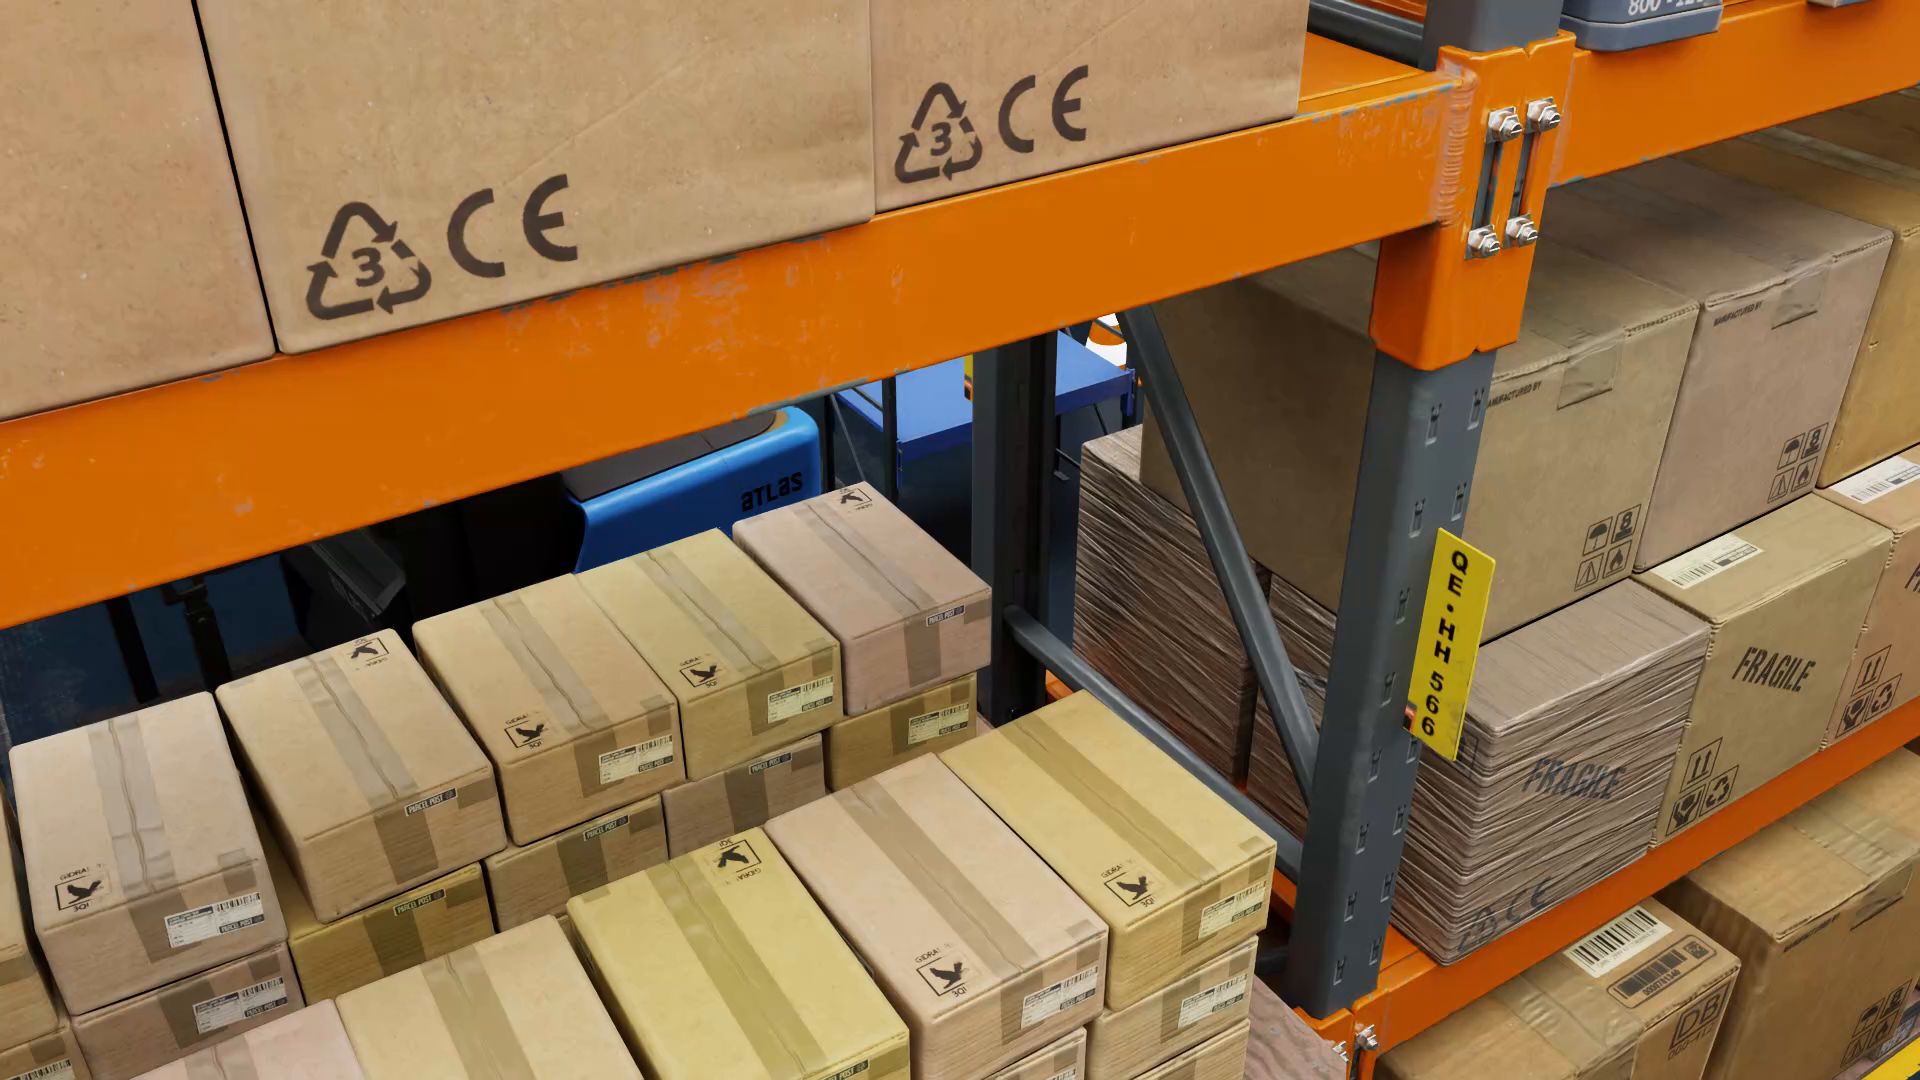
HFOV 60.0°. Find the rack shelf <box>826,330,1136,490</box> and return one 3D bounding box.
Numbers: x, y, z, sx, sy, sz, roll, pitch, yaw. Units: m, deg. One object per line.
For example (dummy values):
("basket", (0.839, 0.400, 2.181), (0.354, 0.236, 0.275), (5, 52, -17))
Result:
("rack shelf", (0.072, -0.507, 5.985), (1.000, 0.185, 0.538), (-19, 37, -27))

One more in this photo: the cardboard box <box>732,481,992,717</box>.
("cardboard box", (-0.157, 0.082, 2.592), (0.250, 0.149, 0.380), (-19, 37, -27))

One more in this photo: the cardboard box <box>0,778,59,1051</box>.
("cardboard box", (-1.257, 0.462, 1.991), (0.250, 0.149, 0.380), (-18, 36, -26))

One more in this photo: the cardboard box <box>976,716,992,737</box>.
("cardboard box", (-0.145, 0.325, 2.766), (0.250, 0.149, 0.380), (-20, 37, -28))

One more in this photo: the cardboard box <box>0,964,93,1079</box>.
("cardboard box", (-1.256, 0.583, 2.078), (0.250, 0.149, 0.380), (-19, 37, -28))

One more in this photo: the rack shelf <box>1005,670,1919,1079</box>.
("rack shelf", (2.021, 0.083, 3.981), (4.000, 0.370, 1.077), (-19, 37, -27))

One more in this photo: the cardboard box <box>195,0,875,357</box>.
("cardboard box", (-0.415, -0.524, 1.364), (0.500, 0.500, 0.500), (-19, 37, -27))

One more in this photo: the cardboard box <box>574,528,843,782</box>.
("cardboard box", (-0.377, 0.160, 2.469), (0.250, 0.149, 0.380), (-20, 37, -29))

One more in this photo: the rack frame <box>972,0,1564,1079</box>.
("rack frame", (0.342, 0.359, 2.870), (0.053, 2.616, 0.949), (-19, 37, -27))

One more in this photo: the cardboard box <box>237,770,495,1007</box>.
("cardboard box", (-0.836, 0.441, 2.303), (0.250, 0.149, 0.380), (-19, 37, -27))

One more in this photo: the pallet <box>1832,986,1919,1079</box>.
("pallet", (2.068, 0.992, 4.479), (1.213, 0.211, 1.003), (-19, 37, -27))

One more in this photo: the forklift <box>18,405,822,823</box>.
("forklift", (-1.845, -0.365, 4.082), (3.031, 2.935, 1.130), (-24, 40, -33))

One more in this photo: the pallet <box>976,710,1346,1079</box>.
("pallet", (-0.201, 0.692, 2.521), (1.003, 0.211, 1.213), (-19, 37, -27))

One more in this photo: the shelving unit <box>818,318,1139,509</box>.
("shelving unit", (0.072, -0.659, 5.889), (1.048, 1.500, 0.538), (-19, 37, -27))

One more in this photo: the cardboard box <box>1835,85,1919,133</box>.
("cardboard box", (2.007, -0.677, 3.481), (0.500, 0.500, 0.700), (-19, 37, -28))

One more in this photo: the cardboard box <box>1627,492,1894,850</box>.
("cardboard box", (1.290, 0.158, 3.094), (0.500, 0.500, 0.500), (-19, 37, -28))

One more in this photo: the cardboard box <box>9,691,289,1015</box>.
("cardboard box", (-1.035, 0.384, 2.114), (0.250, 0.149, 0.380), (-17, 36, -25))

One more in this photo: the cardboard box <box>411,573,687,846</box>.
("cardboard box", (-0.586, 0.229, 2.360), (0.250, 0.149, 0.380), (-19, 37, -28))

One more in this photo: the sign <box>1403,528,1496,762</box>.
("sign", (0.642, 0.142, 2.203), (0.005, 0.325, 0.100), (-19, 37, -27))

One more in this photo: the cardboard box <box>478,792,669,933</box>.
("cardboard box", (-0.624, 0.368, 2.419), (0.250, 0.149, 0.380), (-20, 37, -29))

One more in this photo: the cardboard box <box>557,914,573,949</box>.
("cardboard box", (-0.597, 0.480, 2.519), (0.250, 0.149, 0.380), (-17, 36, -25))

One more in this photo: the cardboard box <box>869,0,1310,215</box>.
("cardboard box", (-0.002, -0.675, 1.603), (0.500, 0.500, 0.500), (-19, 37, -27))

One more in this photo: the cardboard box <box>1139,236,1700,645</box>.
("cardboard box", (0.723, -0.233, 2.777), (0.500, 0.500, 0.700), (-19, 37, -28))

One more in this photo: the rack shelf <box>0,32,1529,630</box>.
("rack shelf", (-1.341, -0.029, 1.347), (4.000, 0.370, 1.077), (-19, 37, -27))

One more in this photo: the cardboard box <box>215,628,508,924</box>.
("cardboard box", (-0.809, 0.305, 2.239), (0.250, 0.149, 0.380), (-21, 38, -29))

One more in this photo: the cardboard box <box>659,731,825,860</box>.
("cardboard box", (-0.401, 0.289, 2.543), (0.250, 0.149, 0.380), (-17, 36, -25))

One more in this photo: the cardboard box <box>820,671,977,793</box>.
("cardboard box", (-0.174, 0.210, 2.669), (0.250, 0.149, 0.380), (-17, 36, -25))

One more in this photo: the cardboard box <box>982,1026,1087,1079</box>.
("cardboard box", (-0.052, 0.585, 2.074), (0.250, 0.149, 0.380), (-18, 36, -26))

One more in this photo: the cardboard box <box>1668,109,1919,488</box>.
("cardboard box", (1.578, -0.529, 3.247), (0.500, 0.500, 0.700), (-20, 37, -28))

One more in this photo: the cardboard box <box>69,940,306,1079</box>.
("cardboard box", (-1.046, 0.512, 2.189), (0.250, 0.149, 0.380), (-19, 37, -27))

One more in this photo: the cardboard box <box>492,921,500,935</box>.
("cardboard box", (-0.823, 0.559, 2.394), (0.250, 0.149, 0.380), (-17, 36, -25))

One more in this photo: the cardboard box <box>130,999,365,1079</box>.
("cardboard box", (-0.684, 0.675, 1.653), (0.250, 0.149, 0.380), (-19, 37, -27))

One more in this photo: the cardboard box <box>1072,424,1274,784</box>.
("cardboard box", (0.574, 0.064, 3.243), (0.500, 0.500, 0.500), (-19, 37, -27))

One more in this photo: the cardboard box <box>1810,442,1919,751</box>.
("cardboard box", (1.714, 0.012, 3.325), (0.500, 0.500, 0.500), (-19, 37, -27))

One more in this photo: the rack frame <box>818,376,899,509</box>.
("rack frame", (-0.356, -0.512, 5.656), (0.032, 1.500, 0.500), (-19, 37, -27))

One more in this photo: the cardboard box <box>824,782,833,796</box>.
("cardboard box", (-0.371, 0.402, 2.643), (0.250, 0.149, 0.380), (-17, 36, -25))

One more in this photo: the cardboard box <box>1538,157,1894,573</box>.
("cardboard box", (1.148, -0.380, 3.010), (0.500, 0.500, 0.700), (-20, 37, -28))

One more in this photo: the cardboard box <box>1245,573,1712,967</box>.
("cardboard box", (0.864, 0.306, 2.859), (0.500, 0.500, 0.500), (-19, 37, -27))

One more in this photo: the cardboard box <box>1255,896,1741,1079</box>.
("cardboard box", (0.901, 0.995, 3.575), (0.750, 0.750, 1.050), (-20, 37, -28))

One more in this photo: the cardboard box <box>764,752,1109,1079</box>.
("cardboard box", (-0.035, 0.453, 2.004), (0.250, 0.149, 0.380), (-19, 37, -28))

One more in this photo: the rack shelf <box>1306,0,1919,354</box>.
("rack shelf", (2.021, -1.185, 3.180), (4.000, 0.370, 1.077), (-19, 37, -27))

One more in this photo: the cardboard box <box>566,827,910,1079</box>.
("cardboard box", (-0.256, 0.529, 1.884), (0.250, 0.149, 0.380), (-18, 36, -26))

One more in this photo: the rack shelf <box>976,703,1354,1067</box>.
("rack shelf", (-1.341, 1.240, 2.148), (4.000, 0.370, 1.077), (-19, 37, -27))

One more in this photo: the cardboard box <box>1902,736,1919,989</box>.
("cardboard box", (2.417, 0.472, 4.406), (0.750, 0.750, 1.050), (-19, 37, -27))

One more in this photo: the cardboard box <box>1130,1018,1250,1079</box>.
("cardboard box", (0.175, 0.635, 2.274), (0.250, 0.149, 0.380), (-18, 37, -27))

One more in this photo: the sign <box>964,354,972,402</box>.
("sign", (0.037, -0.380, 2.956), (0.005, 0.325, 0.100), (-19, 37, -27))

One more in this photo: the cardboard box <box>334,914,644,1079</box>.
("cardboard box", (-0.478, 0.608, 1.759), (0.250, 0.149, 0.380), (-18, 36, -26))

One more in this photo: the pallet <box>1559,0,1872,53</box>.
("pallet", (0.853, -1.041, 2.455), (1.003, 0.211, 1.213), (-17, 36, -25))

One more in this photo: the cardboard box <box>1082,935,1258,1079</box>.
("cardboard box", (0.172, 0.507, 2.198), (0.250, 0.149, 0.380), (-18, 37, -26))

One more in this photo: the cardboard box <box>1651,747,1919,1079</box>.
("cardboard box", (1.634, 0.741, 3.978), (0.750, 0.750, 1.050), (-18, 37, -27))

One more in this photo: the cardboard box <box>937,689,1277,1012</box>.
("cardboard box", (0.177, 0.382, 2.118), (0.250, 0.149, 0.380), (-21, 38, -29))

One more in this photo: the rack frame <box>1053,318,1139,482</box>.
("rack frame", (0.499, -0.806, 6.122), (0.032, 1.500, 0.500), (-19, 37, -27))

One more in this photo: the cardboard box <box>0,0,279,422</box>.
("cardboard box", (-0.838, -0.382, 1.138), (0.500, 0.500, 0.500), (-19, 37, -27))

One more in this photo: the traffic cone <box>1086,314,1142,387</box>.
("traffic cone", (0.652, -0.930, 7.291), (0.334, 0.463, 0.336), (-19, 37, -27))
